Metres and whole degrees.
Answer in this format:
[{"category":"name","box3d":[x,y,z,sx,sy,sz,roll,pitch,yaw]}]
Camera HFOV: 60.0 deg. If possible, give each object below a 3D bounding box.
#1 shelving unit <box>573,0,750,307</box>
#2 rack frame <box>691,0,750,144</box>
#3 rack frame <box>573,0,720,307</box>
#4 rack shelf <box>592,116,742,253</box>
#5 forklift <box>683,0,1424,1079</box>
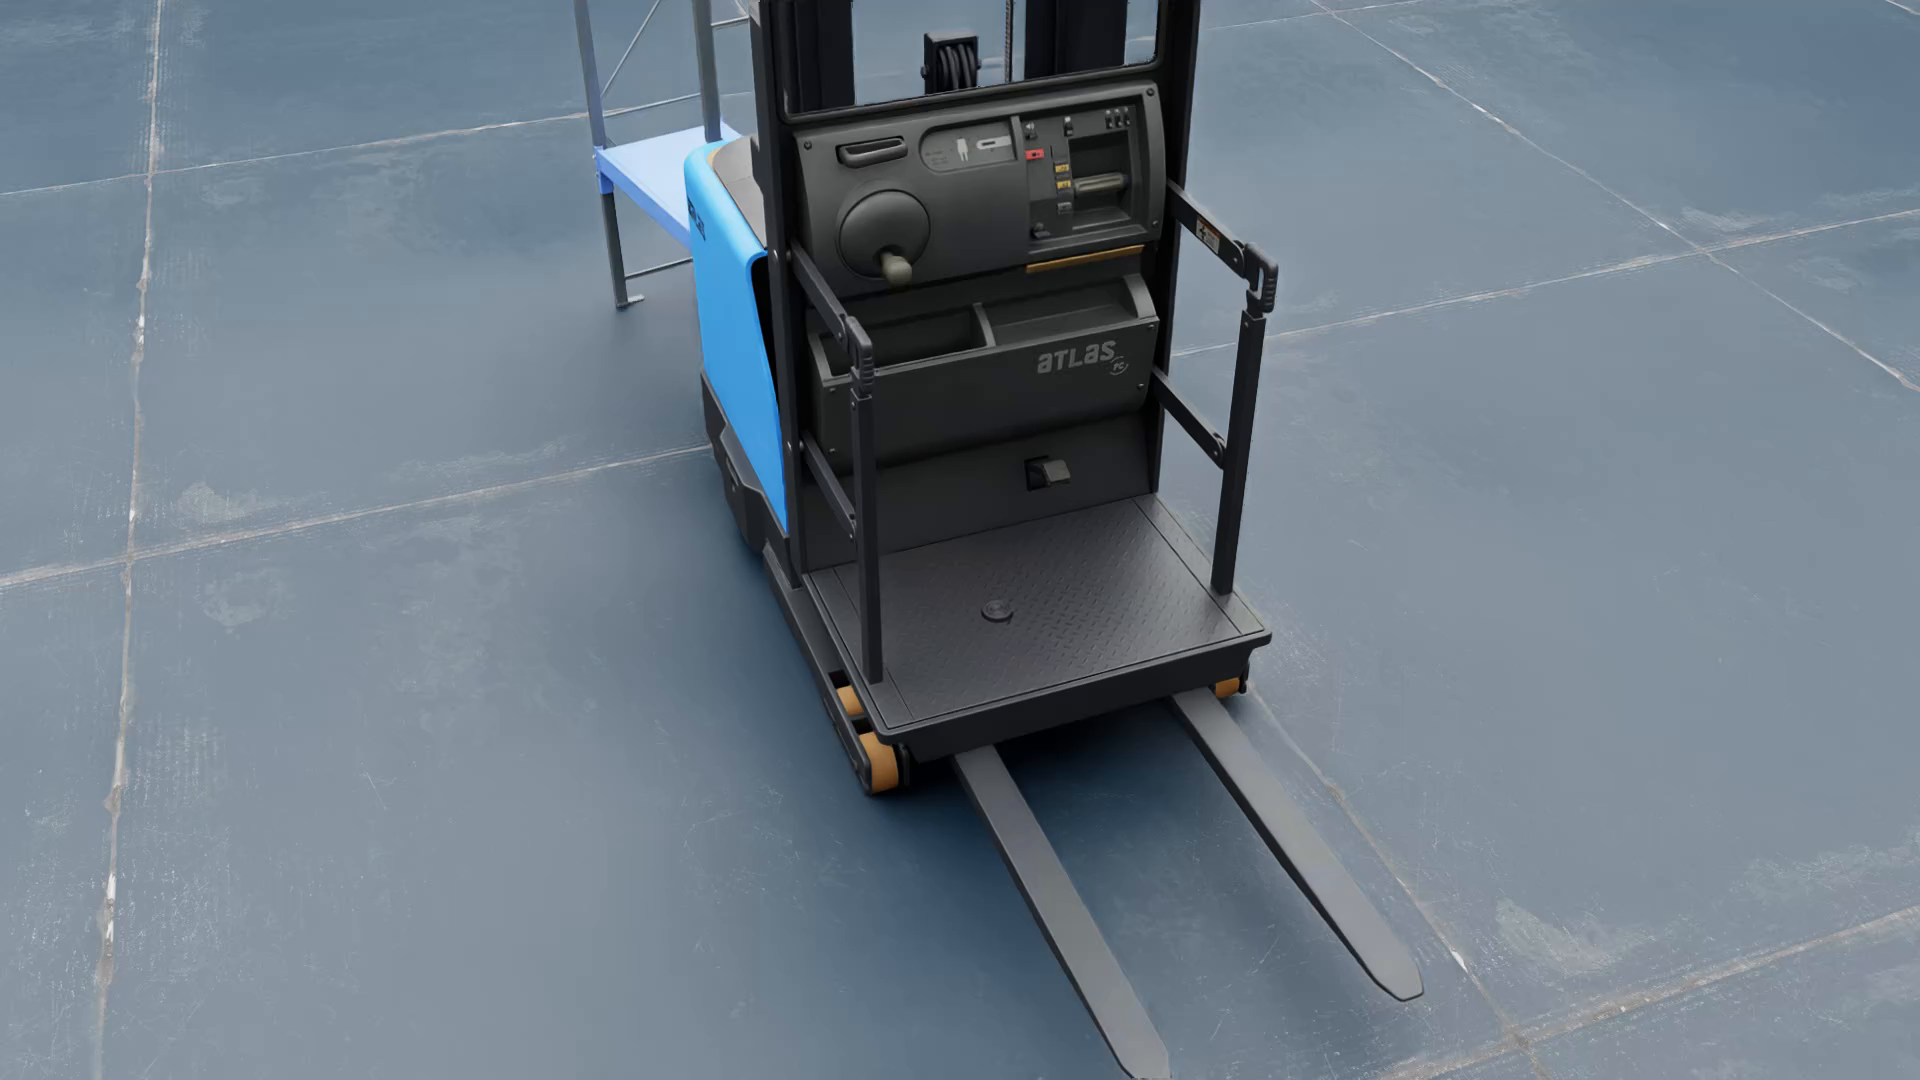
[{"category":"shelving unit","box3d":[-0.848,-1.335,5.776,0.538,1.500,1.048,-21,42,-26]},{"category":"rack frame","box3d":[-0.573,-1.078,5.435,0.500,1.500,0.032,-21,42,-26]},{"category":"rack frame","box3d":[-1.123,-1.593,6.118,0.500,1.500,0.032,-21,42,-26]},{"category":"rack shelf","box3d":[-0.848,-1.192,5.885,0.538,0.185,1.000,-21,42,-26]},{"category":"forklift","box3d":[0.146,-0.794,3.868,1.130,2.935,3.031,-13,39,-17]}]
